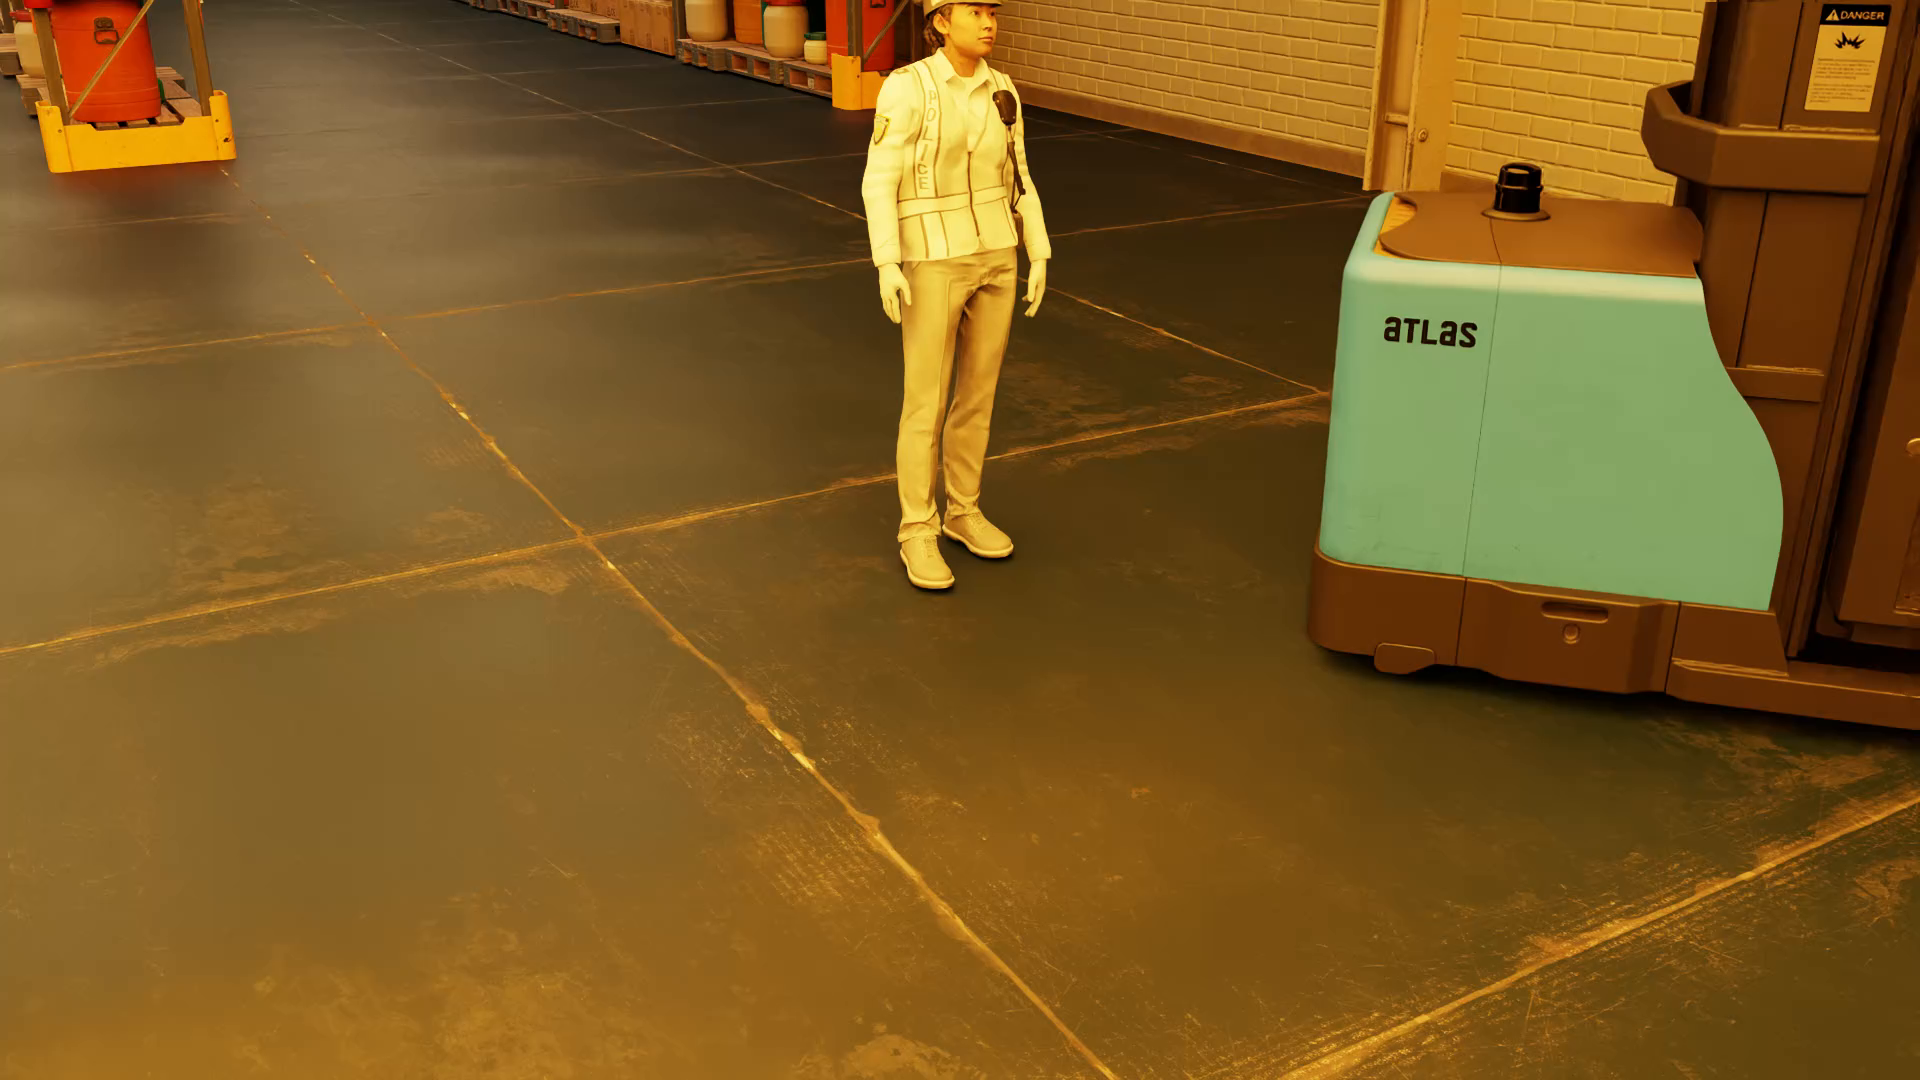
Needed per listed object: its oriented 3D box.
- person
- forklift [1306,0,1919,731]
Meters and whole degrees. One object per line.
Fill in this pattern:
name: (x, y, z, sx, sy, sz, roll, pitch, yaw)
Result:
person: (0.028, -0.767, 4.752, 0.586, 1.694, 0.532, -12, 25, -28)
forklift: (2.482, -1.035, 3.795, 3.031, 2.935, 1.130, 7, 23, 16)
